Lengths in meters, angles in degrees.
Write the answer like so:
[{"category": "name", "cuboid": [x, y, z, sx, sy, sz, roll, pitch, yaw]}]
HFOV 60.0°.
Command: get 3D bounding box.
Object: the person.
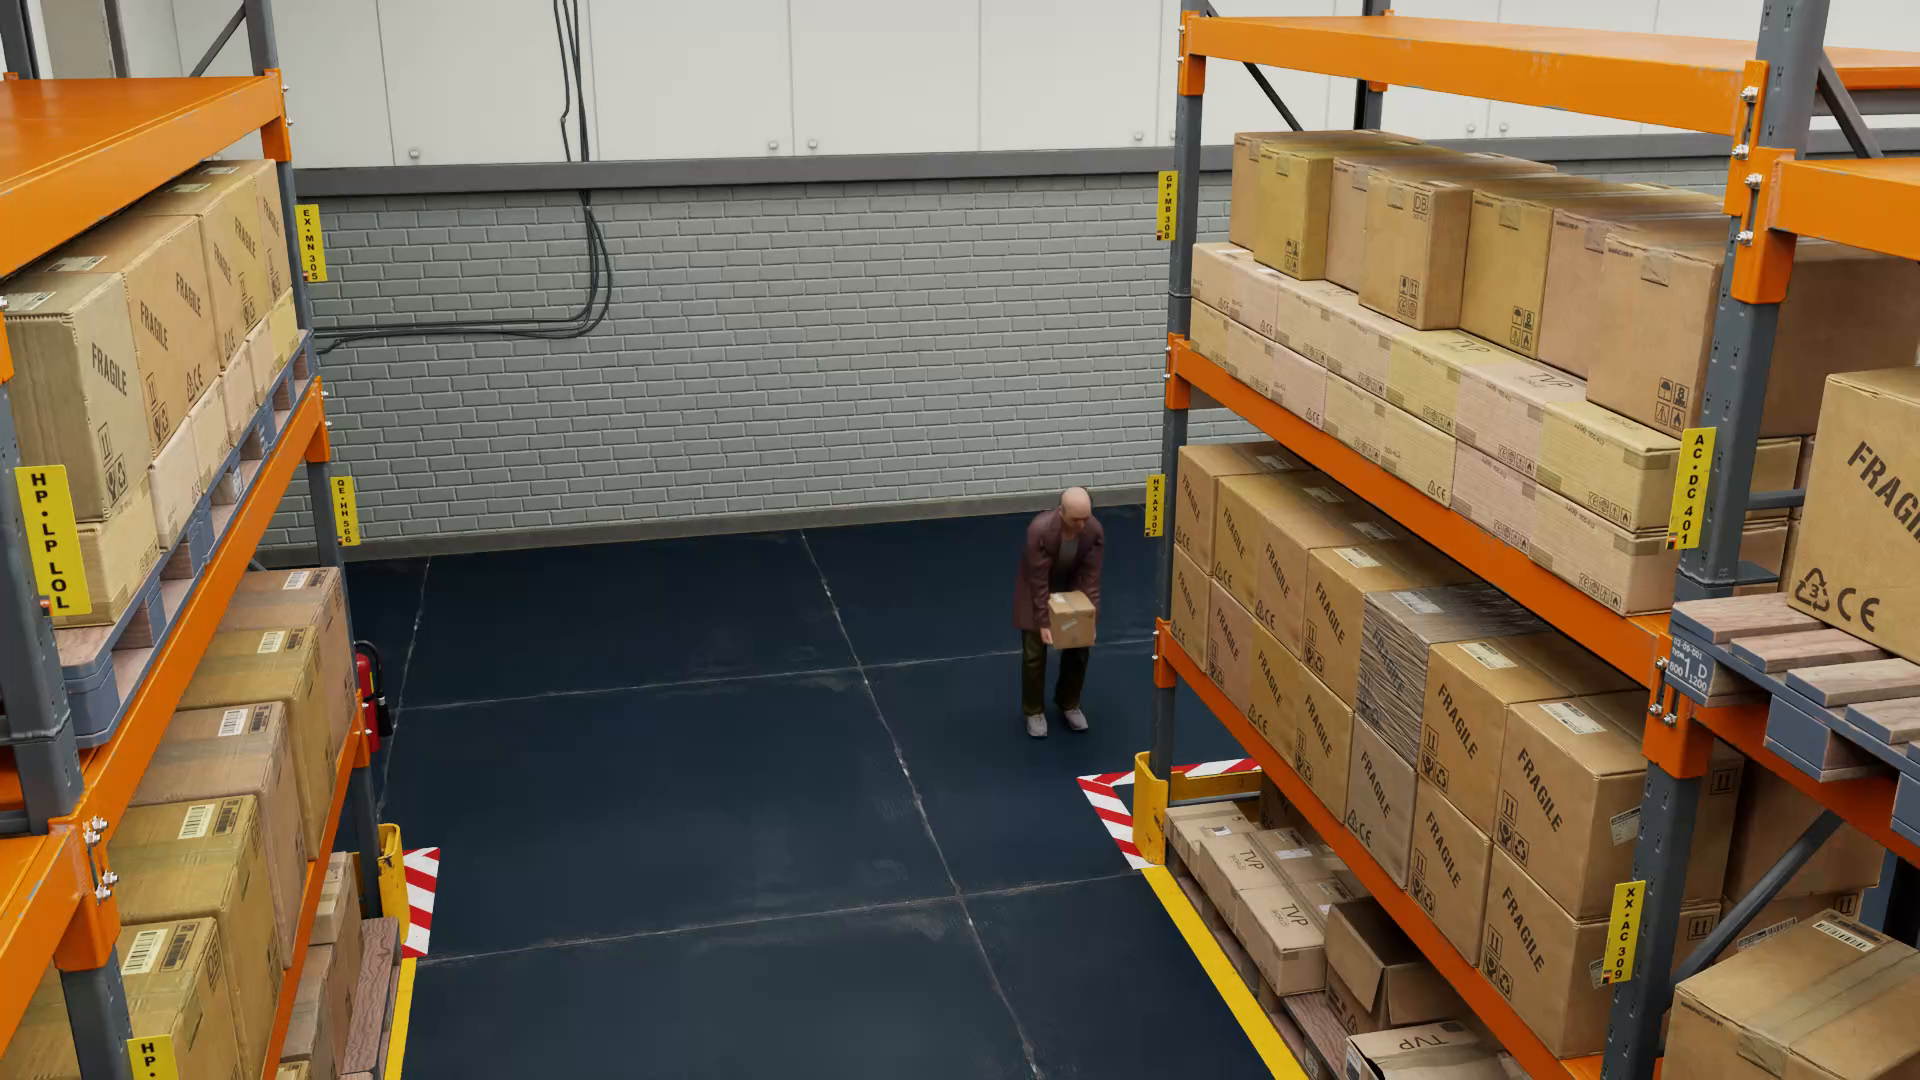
[{"category": "person", "cuboid": [0.598, 0.407, 10.129, 0.543, 1.653, 0.662, -5, 20, -14]}]
